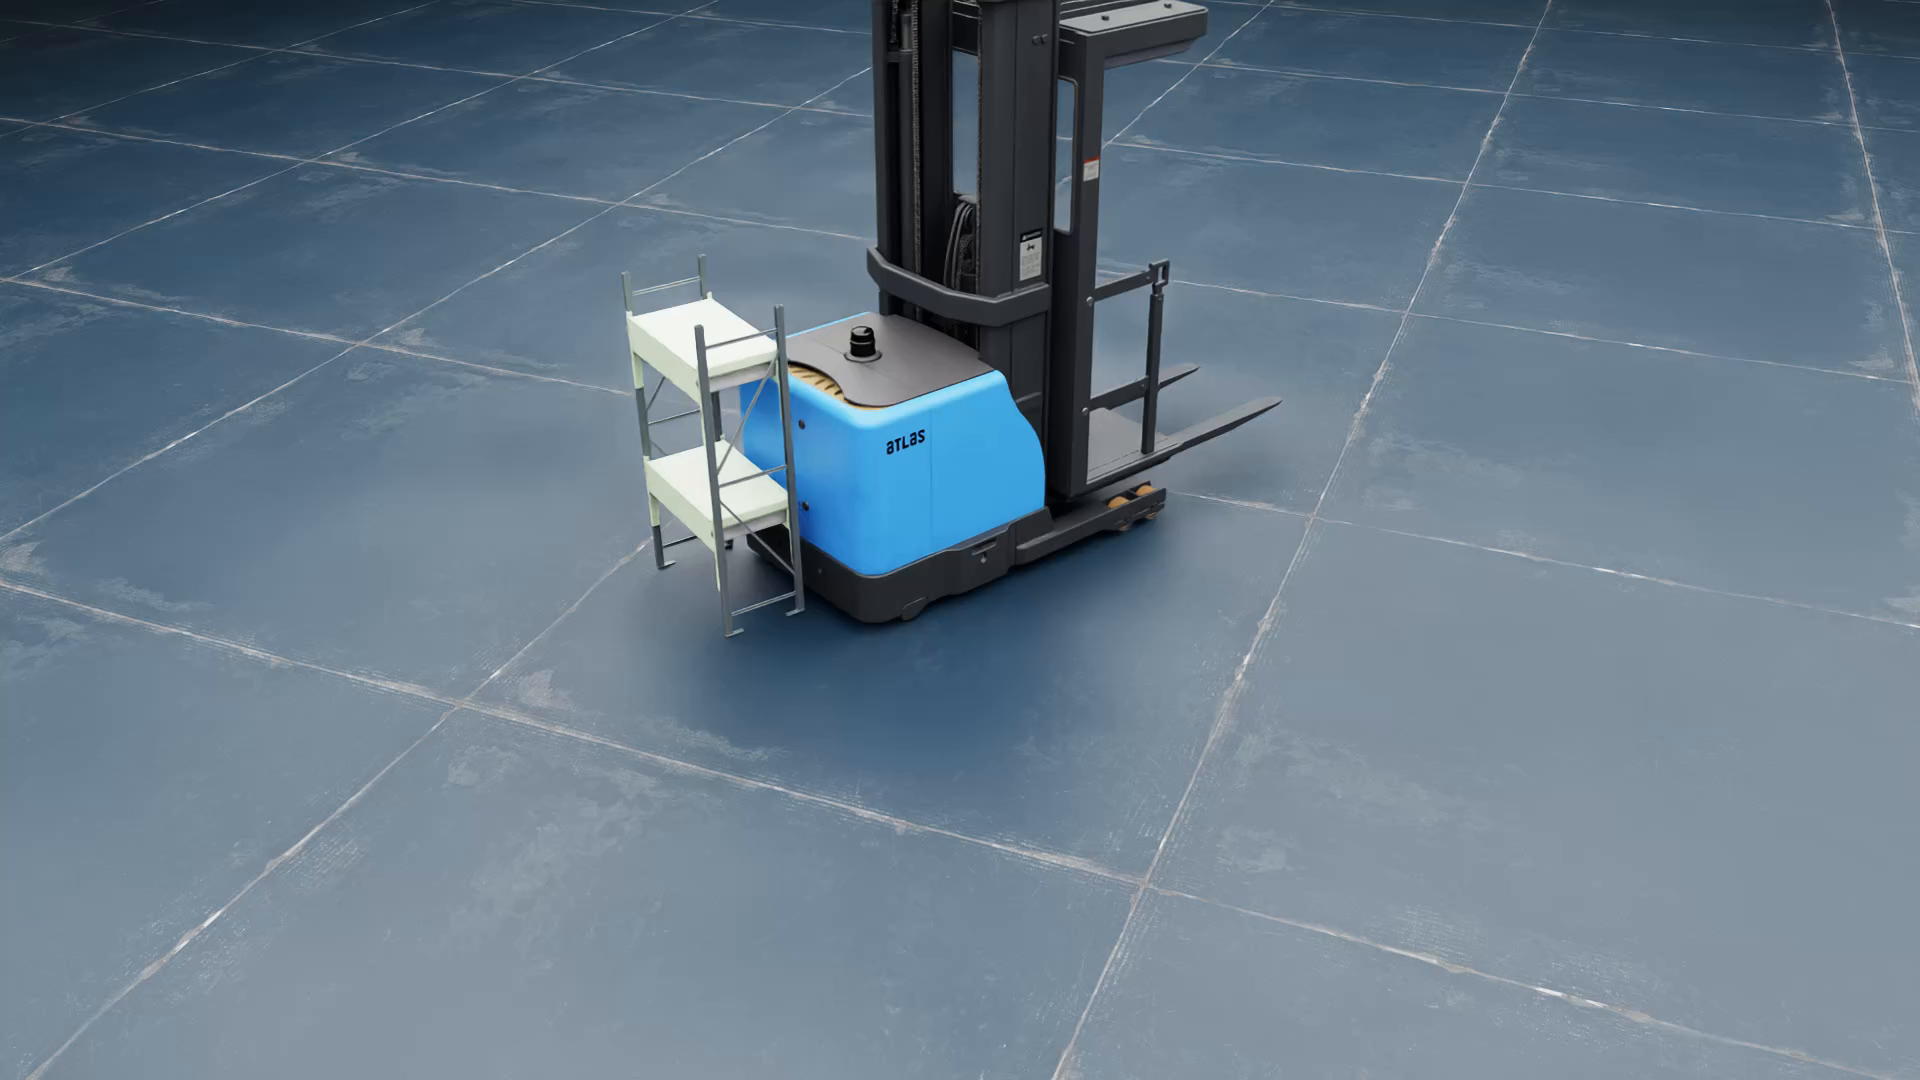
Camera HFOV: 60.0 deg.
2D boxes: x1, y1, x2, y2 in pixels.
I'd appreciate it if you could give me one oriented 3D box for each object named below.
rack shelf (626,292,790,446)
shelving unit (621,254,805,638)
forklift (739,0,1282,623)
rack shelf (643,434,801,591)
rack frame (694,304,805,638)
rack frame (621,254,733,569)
[{"bbox_3d":[-1.104,-0.759,7.269,0.431,0.370,0.720,-19,35,-28],"label":"rack shelf"},{"bbox_3d":[-1.099,-0.421,7.464,0.431,1.500,0.755,-19,35,-28],"label":"shelving unit"},{"bbox_3d":[0.412,-1.498,7.922,3.031,2.935,1.130,-23,37,-34],"label":"forklift"},{"bbox_3d":[-1.094,-0.139,7.626,0.431,0.370,0.720,-19,35,-28],"label":"rack shelf"},{"bbox_3d":[-0.897,-0.271,7.198,0.400,1.500,0.023,-19,35,-28],"label":"rack frame"},{"bbox_3d":[-1.300,-0.571,7.730,0.400,1.500,0.023,-19,35,-28],"label":"rack frame"}]
